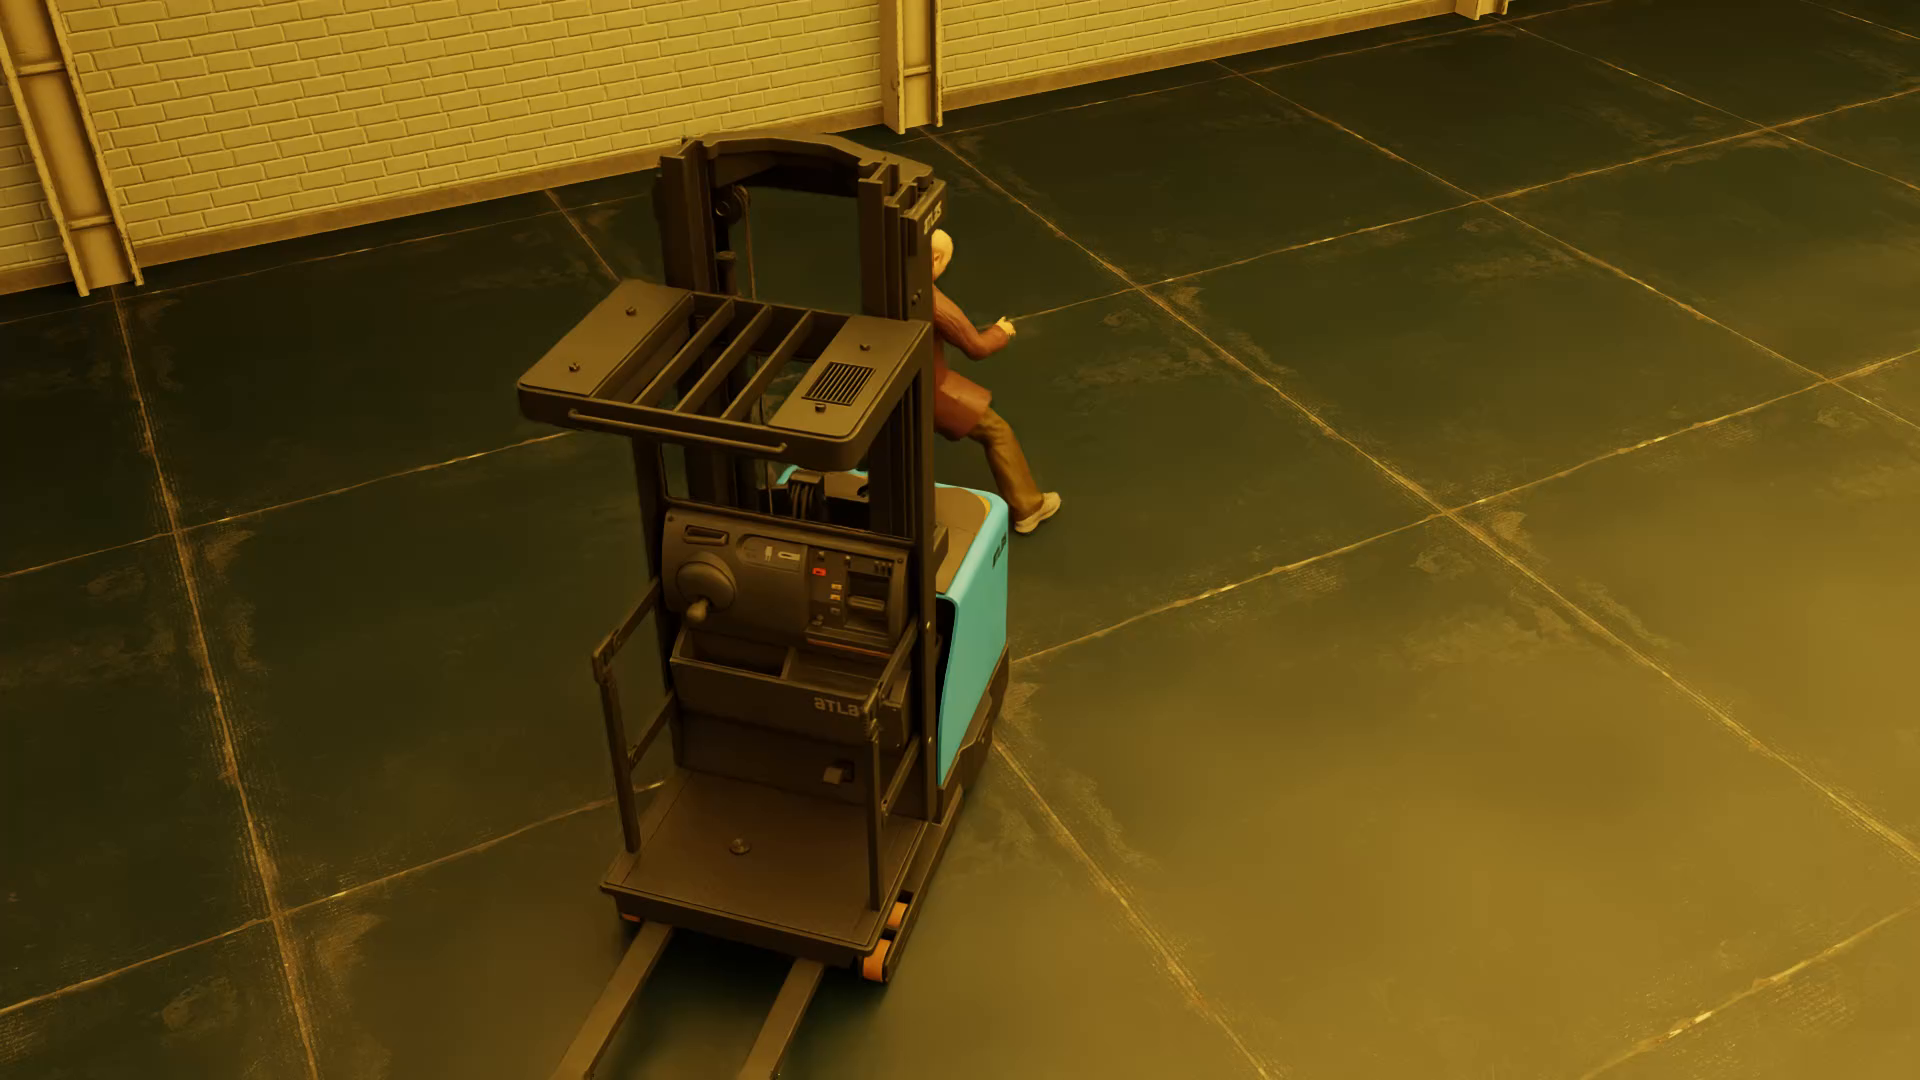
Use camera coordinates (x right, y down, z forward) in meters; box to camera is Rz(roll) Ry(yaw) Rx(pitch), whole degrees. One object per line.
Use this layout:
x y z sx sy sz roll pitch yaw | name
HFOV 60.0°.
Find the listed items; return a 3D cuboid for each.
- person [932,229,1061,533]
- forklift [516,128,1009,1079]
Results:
-0.098 -0.947 8.666 0.768 1.540 1.342 -23 41 -29 | person
-0.699 0.215 5.819 1.130 2.935 3.031 10 36 14 | forklift
